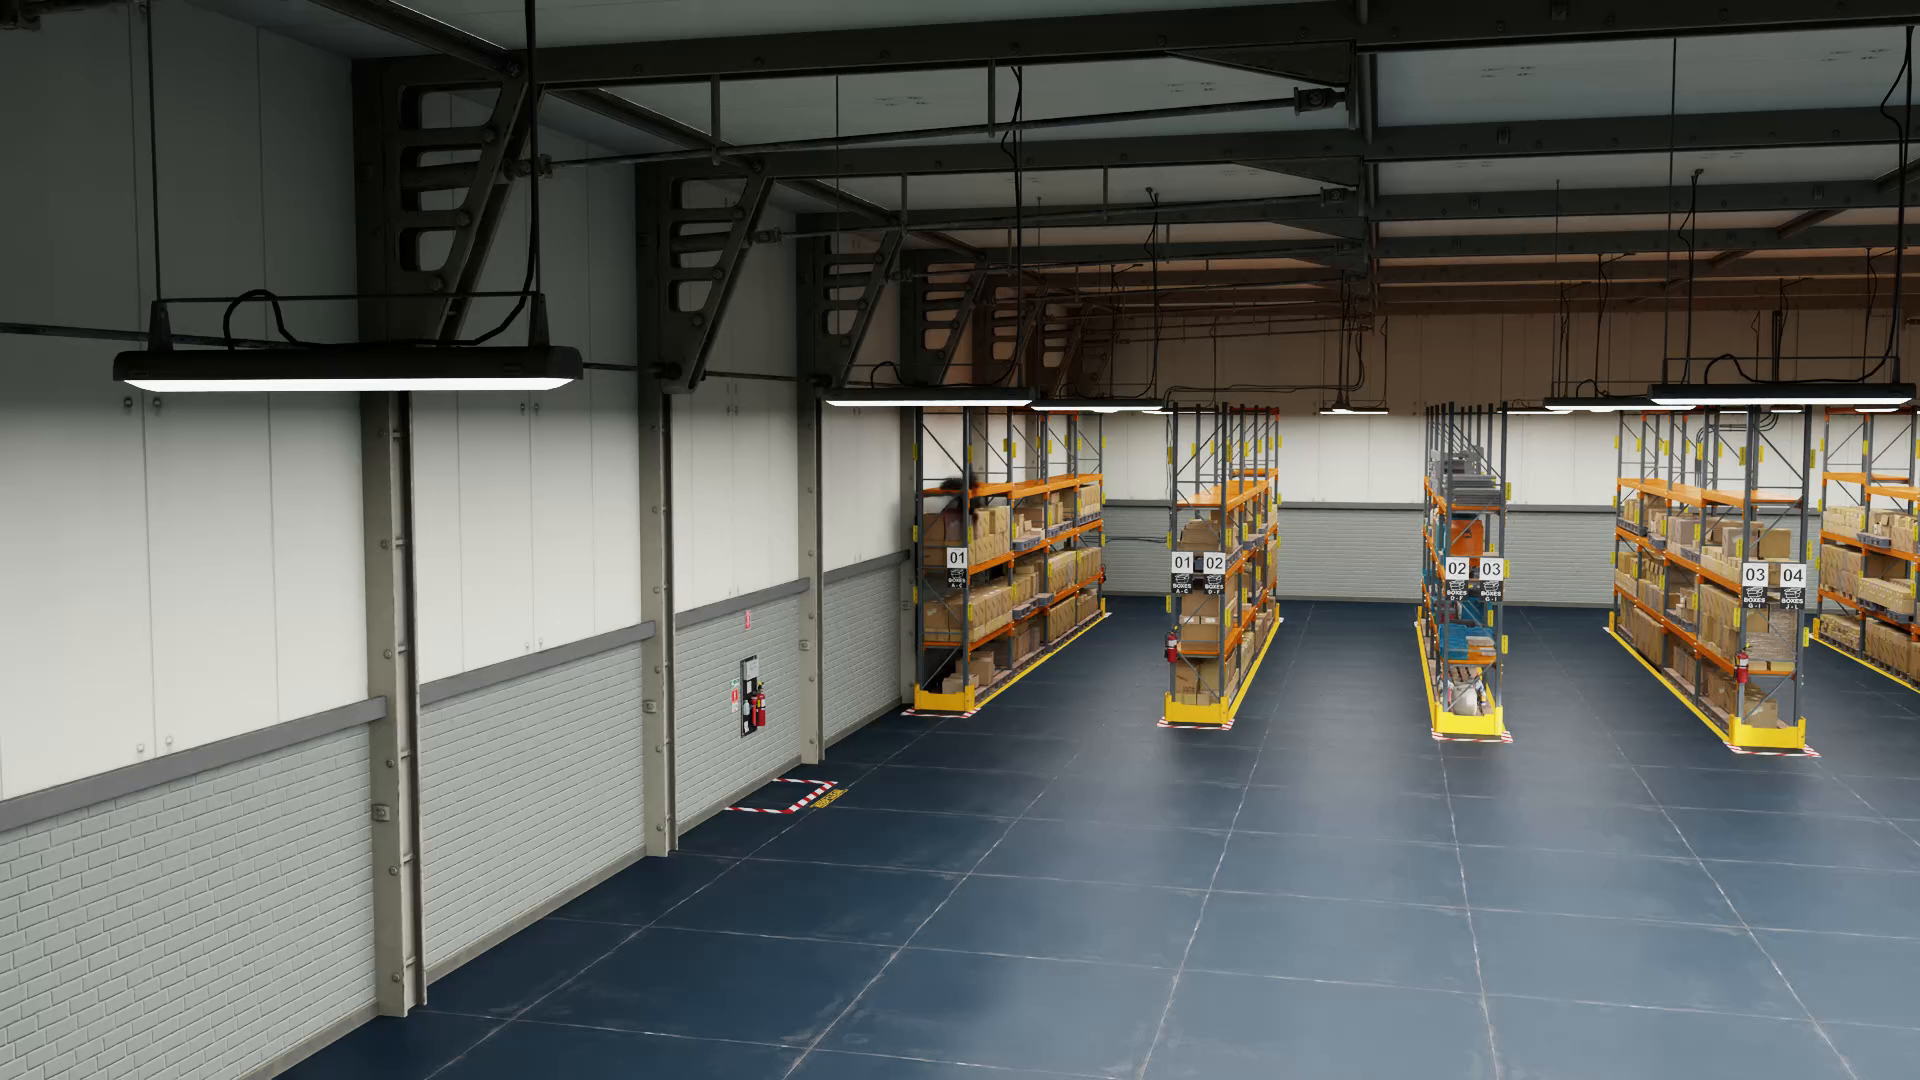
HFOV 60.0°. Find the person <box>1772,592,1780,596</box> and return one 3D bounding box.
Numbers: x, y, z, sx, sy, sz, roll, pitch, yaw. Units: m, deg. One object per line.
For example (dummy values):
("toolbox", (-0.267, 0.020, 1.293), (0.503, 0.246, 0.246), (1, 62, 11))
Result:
("person", (19.637, 1.848, 40.138), (0.664, 1.765, 0.998), (1, 4, 10))
